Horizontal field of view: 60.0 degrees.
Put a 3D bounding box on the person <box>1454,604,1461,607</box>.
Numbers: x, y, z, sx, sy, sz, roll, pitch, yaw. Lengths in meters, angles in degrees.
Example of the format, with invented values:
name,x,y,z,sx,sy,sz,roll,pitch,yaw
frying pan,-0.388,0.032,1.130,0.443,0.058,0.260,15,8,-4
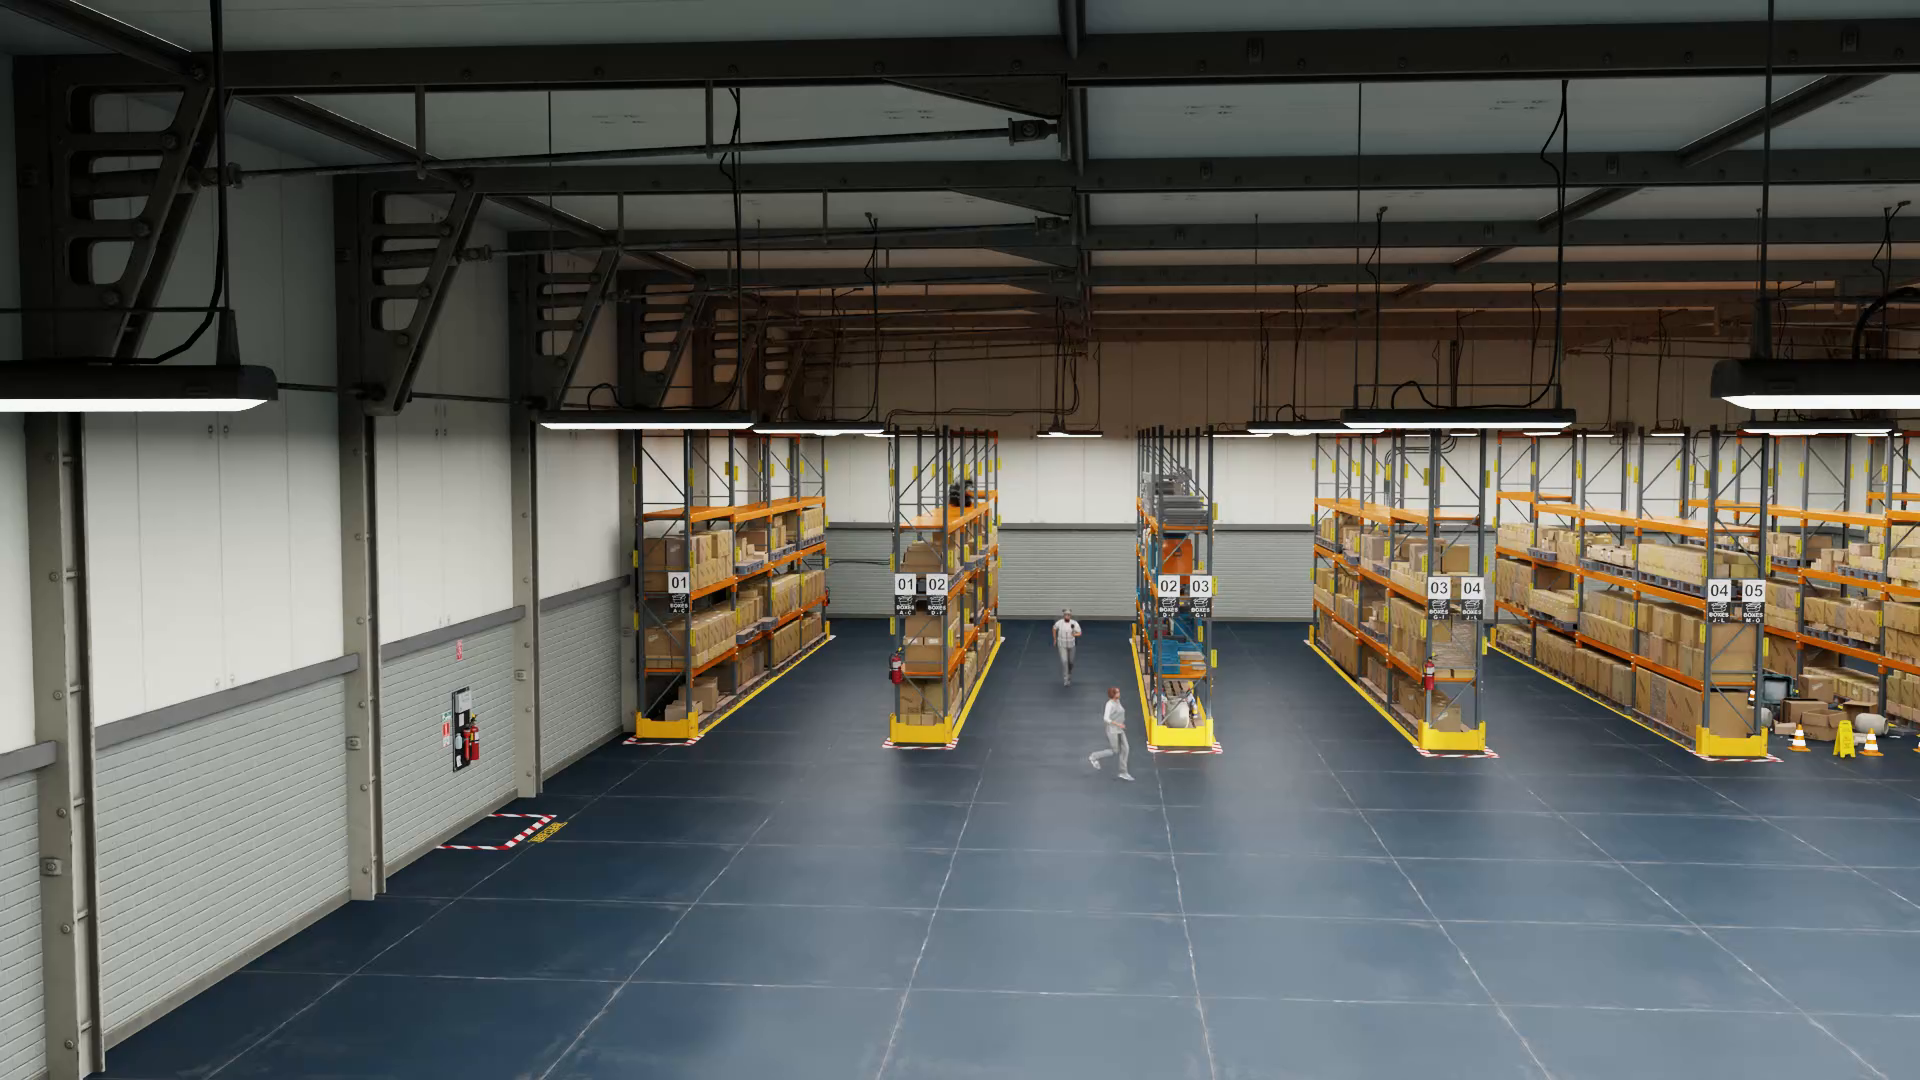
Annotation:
name,x,y,z,sx,sy,sz,roll,pitch,yaw
person,13.505,2.141,45.519,0.719,1.679,0.917,1,4,15

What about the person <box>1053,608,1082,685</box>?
name,x,y,z,sx,sy,sz,roll,pitch,yaw
person,2.515,2.470,38.994,0.663,1.764,0.974,0,3,-2

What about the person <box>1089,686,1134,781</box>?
name,x,y,z,sx,sy,sz,roll,pitch,yaw
person,2.590,3.256,28.139,0.805,1.585,0.552,2,4,31
